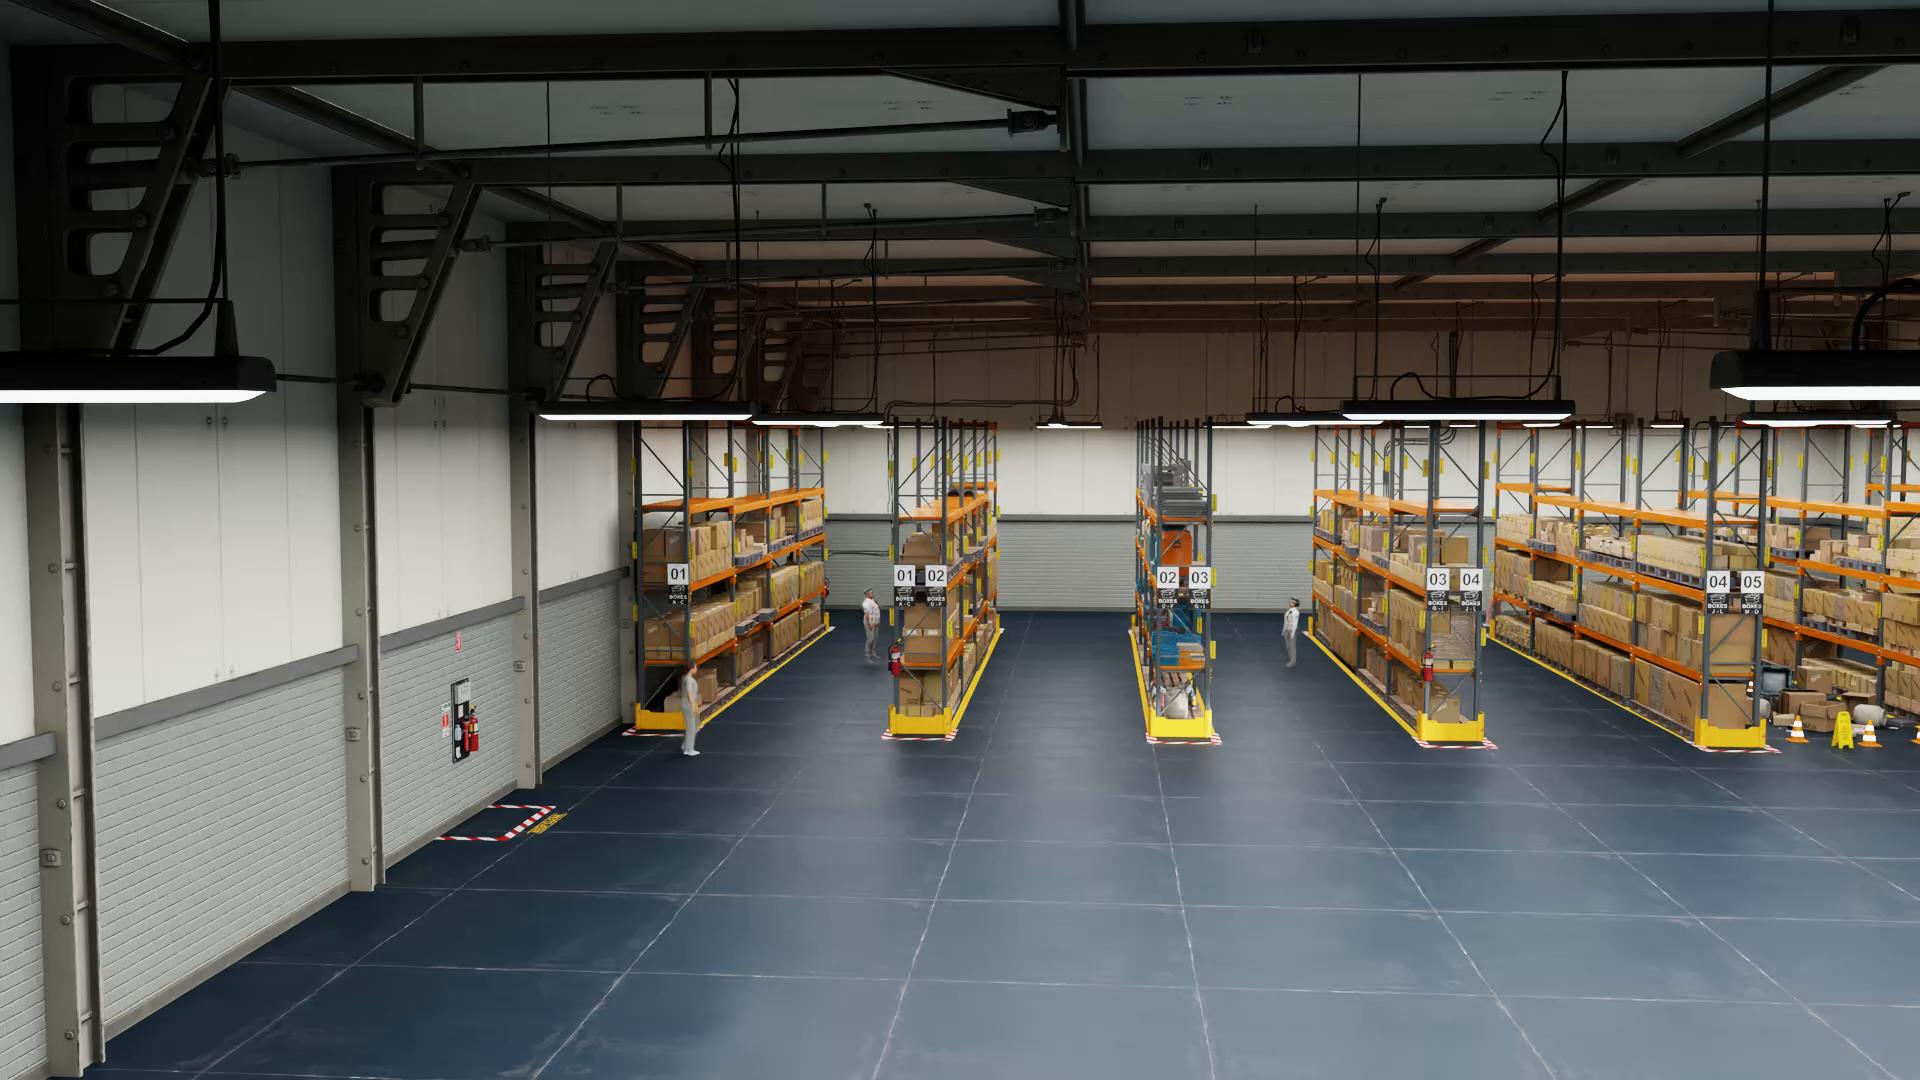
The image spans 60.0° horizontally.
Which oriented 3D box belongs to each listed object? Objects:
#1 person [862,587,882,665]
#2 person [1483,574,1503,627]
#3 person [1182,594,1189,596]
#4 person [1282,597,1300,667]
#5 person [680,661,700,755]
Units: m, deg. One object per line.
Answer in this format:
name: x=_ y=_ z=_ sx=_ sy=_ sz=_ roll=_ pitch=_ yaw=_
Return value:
person: x=-2.141 y=2.085 z=40.713 sx=0.463 sy=1.872 sz=0.616 roll=2 pitch=4 yaw=26
person: x=15.635 y=1.734 z=48.582 sx=0.454 sy=1.620 sz=1.017 roll=3 pitch=5 yaw=39
person: x=6.378 y=1.686 z=48.130 sx=0.570 sy=1.803 sz=0.363 roll=0 pitch=4 yaw=-3
person: x=8.092 y=2.238 z=40.652 sx=0.469 sy=1.705 sz=0.498 roll=-2 pitch=4 yaw=-33
person: x=-4.794 y=2.995 z=29.505 sx=0.342 sy=1.720 sz=0.523 roll=0 pitch=4 yaw=-8
